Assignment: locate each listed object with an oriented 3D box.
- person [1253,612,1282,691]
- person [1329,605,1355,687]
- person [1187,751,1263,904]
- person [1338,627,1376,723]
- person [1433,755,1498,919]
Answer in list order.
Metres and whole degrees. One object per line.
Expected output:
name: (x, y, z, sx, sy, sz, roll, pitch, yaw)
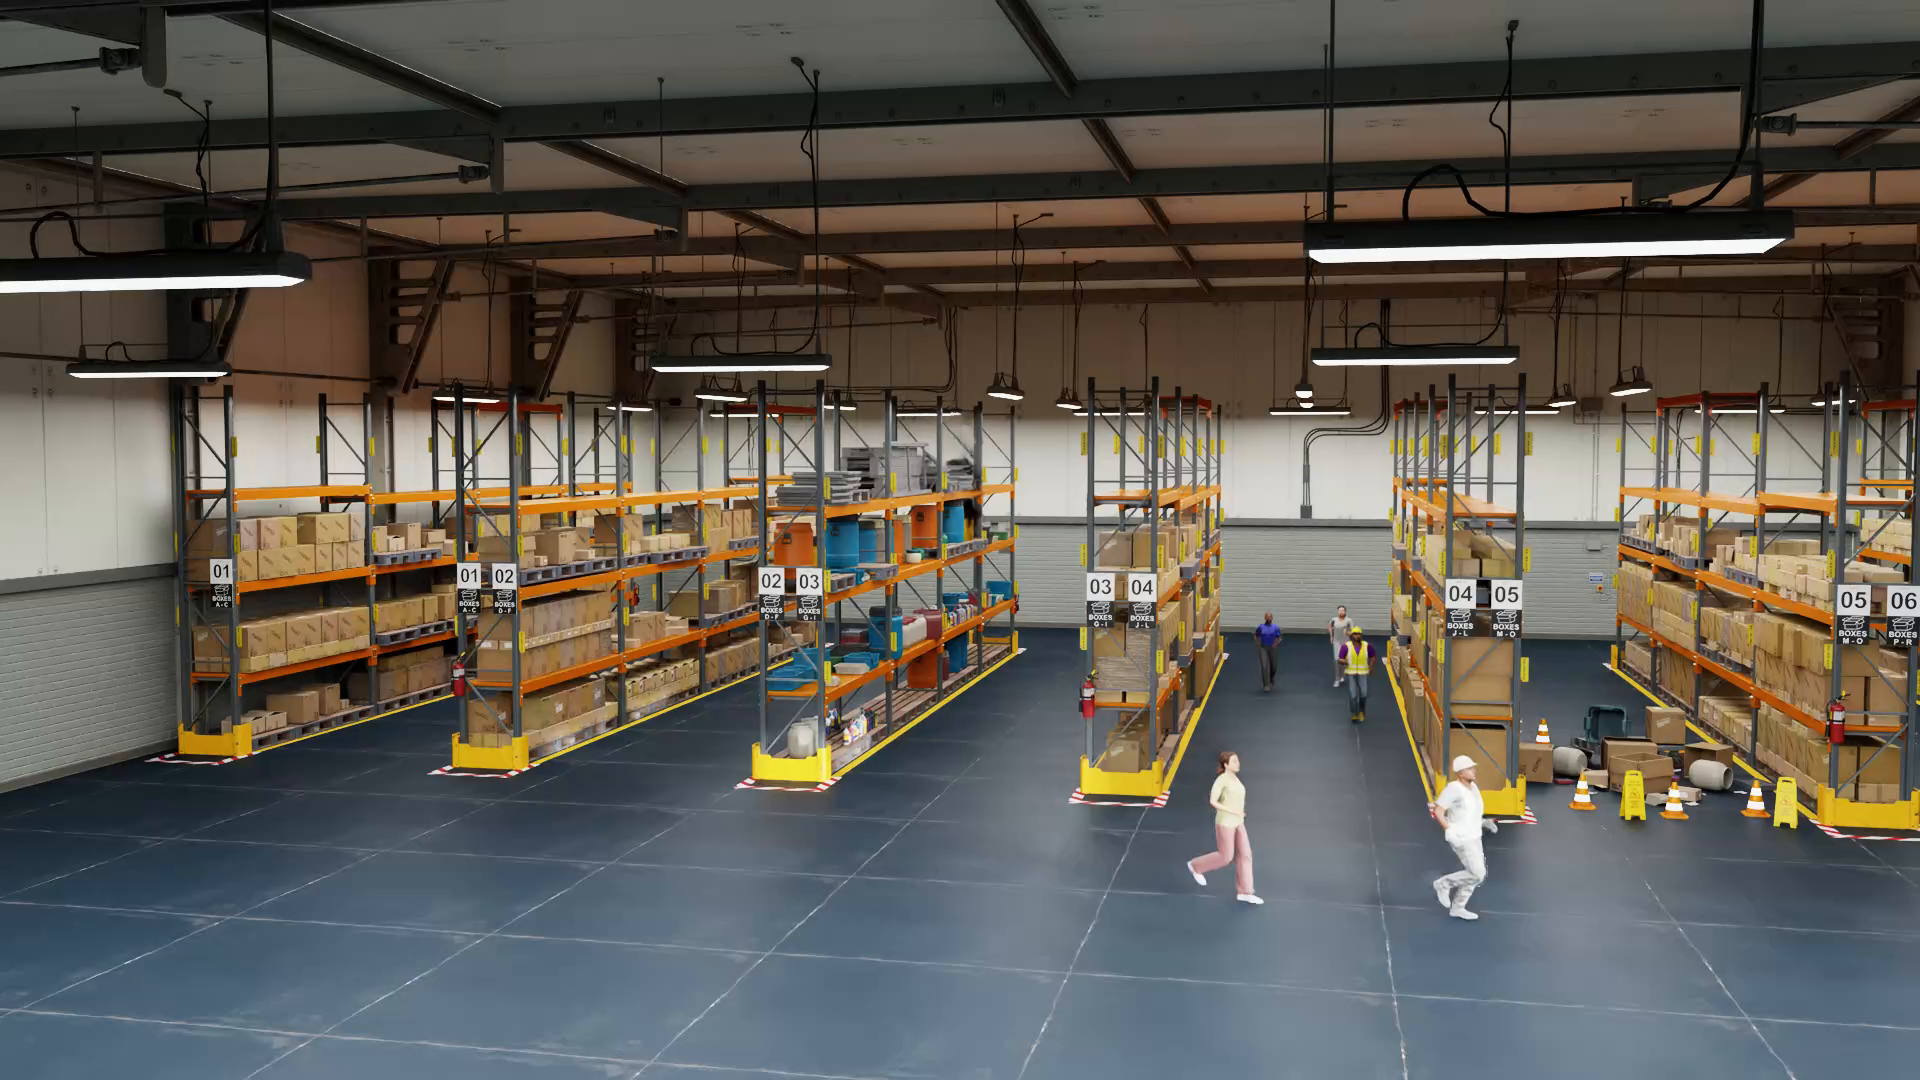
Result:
person: (6.332, 2.327, 34.237, 0.580, 1.514, 0.646, 1, 3, 11)
person: (8.022, 2.222, 34.925, 0.553, 1.724, 0.764, 1, 3, 11)
person: (2.947, 3.147, 18.384, 0.913, 1.657, 0.578, 3, 4, 38)
person: (7.194, 2.443, 30.083, 0.681, 1.743, 0.619, 1, 3, 10)
person: (5.354, 3.150, 17.611, 0.596, 1.734, 0.687, 3, 4, 41)
